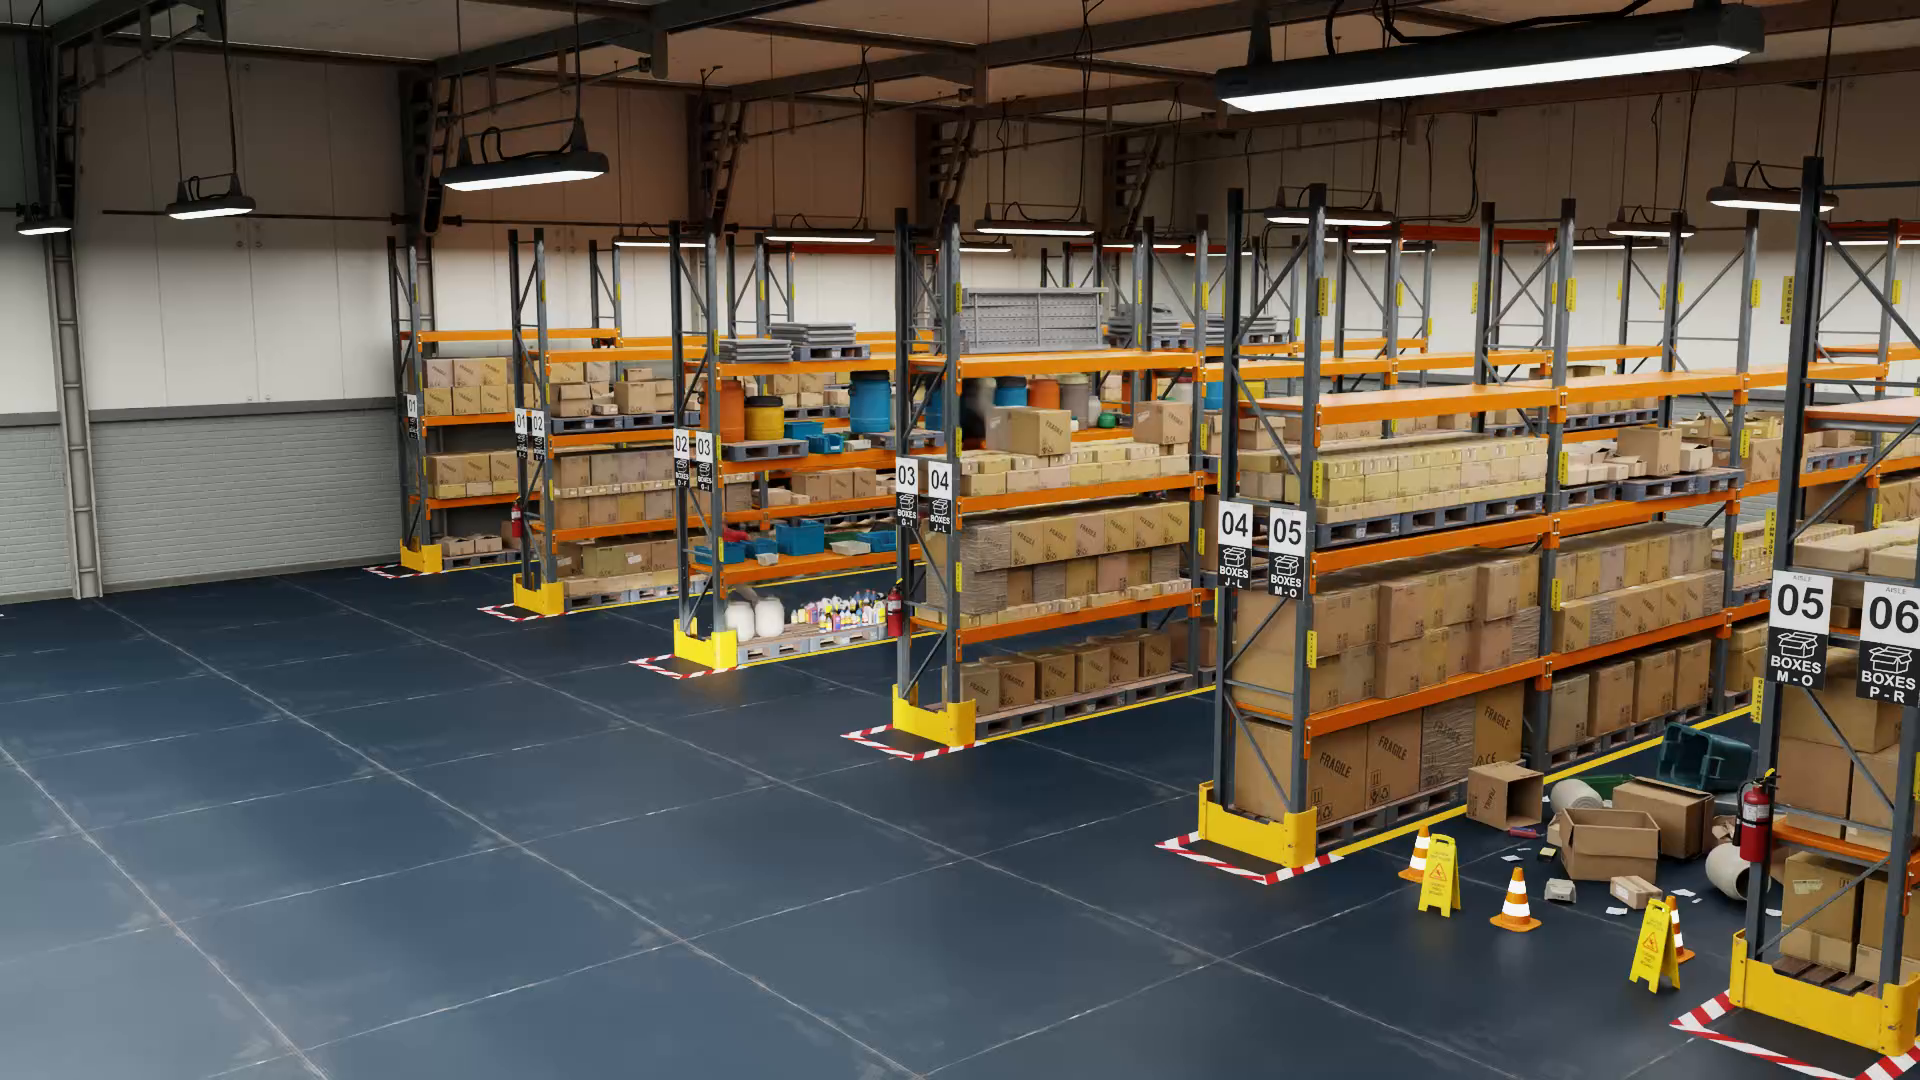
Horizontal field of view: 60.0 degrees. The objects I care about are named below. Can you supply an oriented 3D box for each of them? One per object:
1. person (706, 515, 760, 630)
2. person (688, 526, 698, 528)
[{"bbox_3d":[-3.381,0.475,25.264,0.987,1.754,0.655,-4,10,-26],"label":"person"},{"bbox_3d":[-5.153,-0.505,31.568,0.561,1.667,0.573,8,12,42],"label":"person"}]
